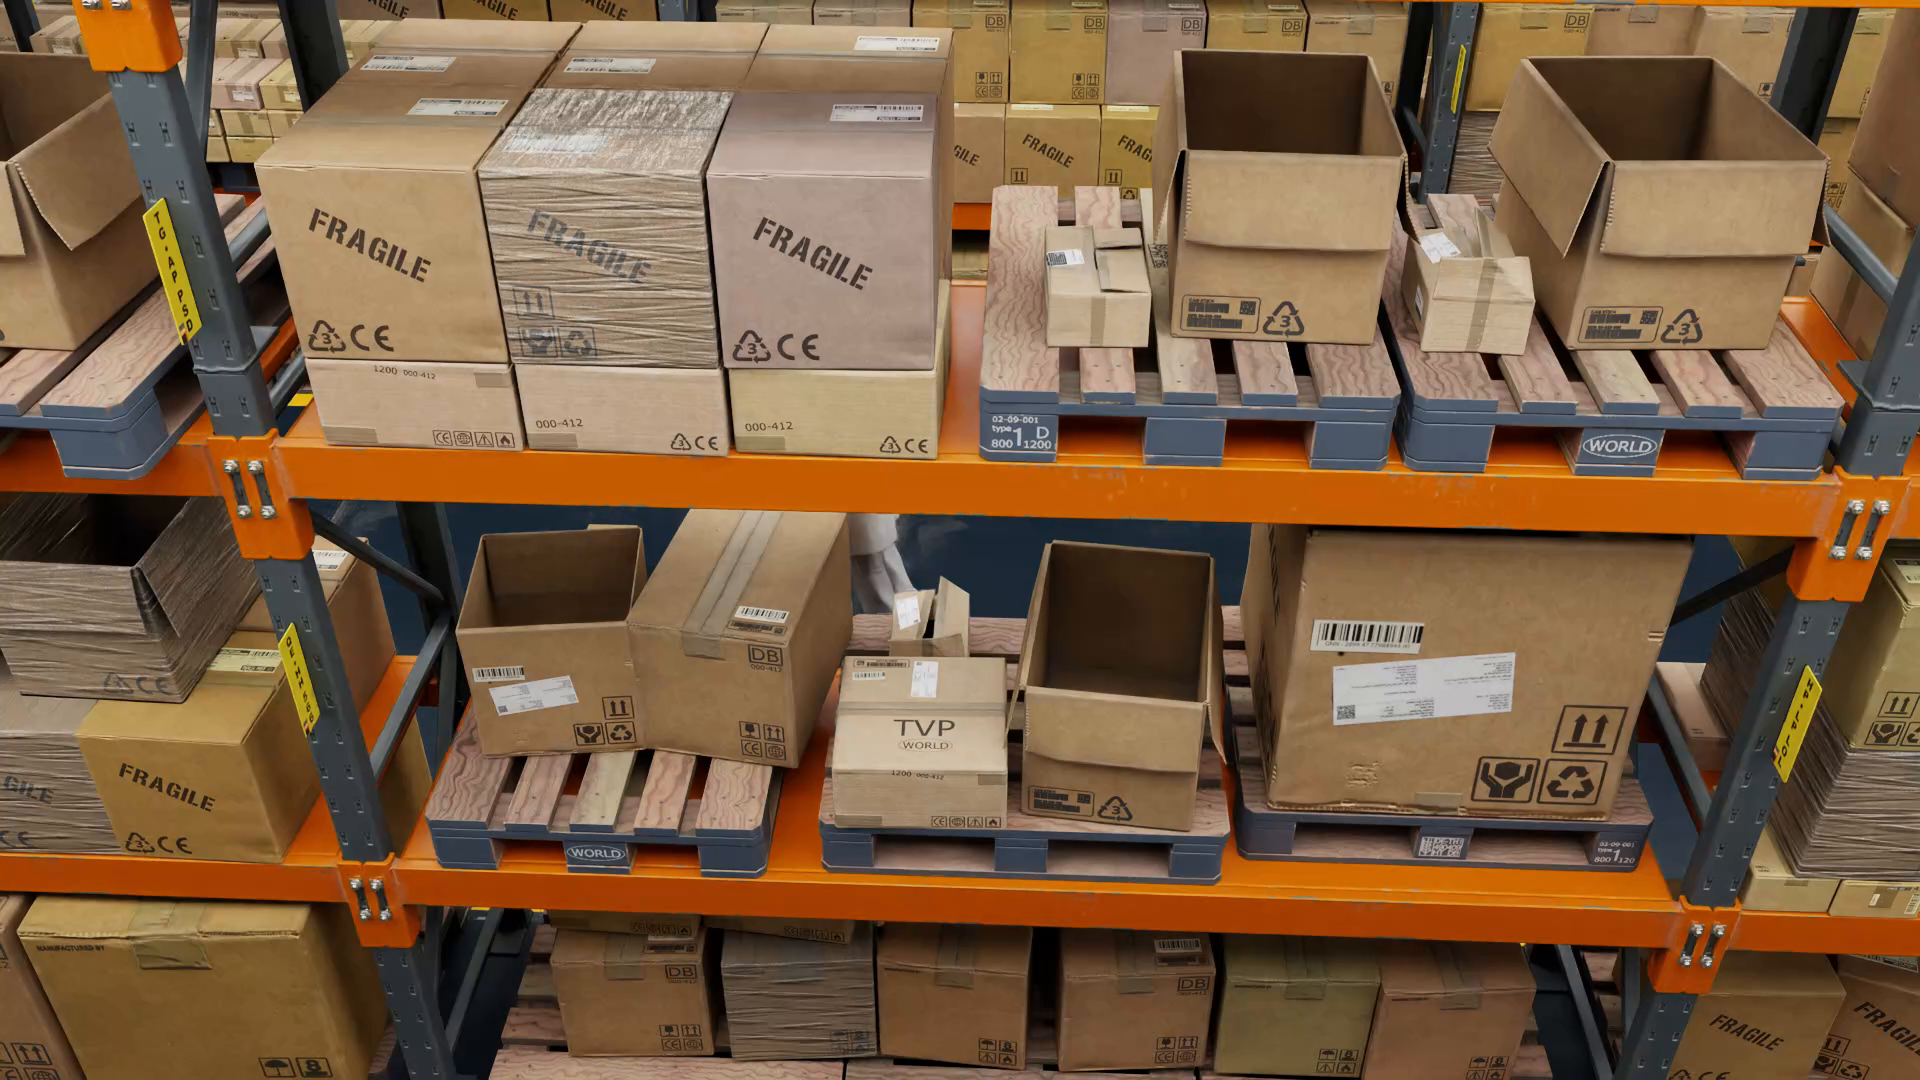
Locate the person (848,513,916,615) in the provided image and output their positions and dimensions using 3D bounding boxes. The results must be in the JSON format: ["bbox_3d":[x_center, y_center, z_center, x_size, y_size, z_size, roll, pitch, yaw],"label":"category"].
[{"bbox_3d":[-0.432,-0.221,7.414,0.525,1.766,0.610,28,44,33],"label":"person"}]
